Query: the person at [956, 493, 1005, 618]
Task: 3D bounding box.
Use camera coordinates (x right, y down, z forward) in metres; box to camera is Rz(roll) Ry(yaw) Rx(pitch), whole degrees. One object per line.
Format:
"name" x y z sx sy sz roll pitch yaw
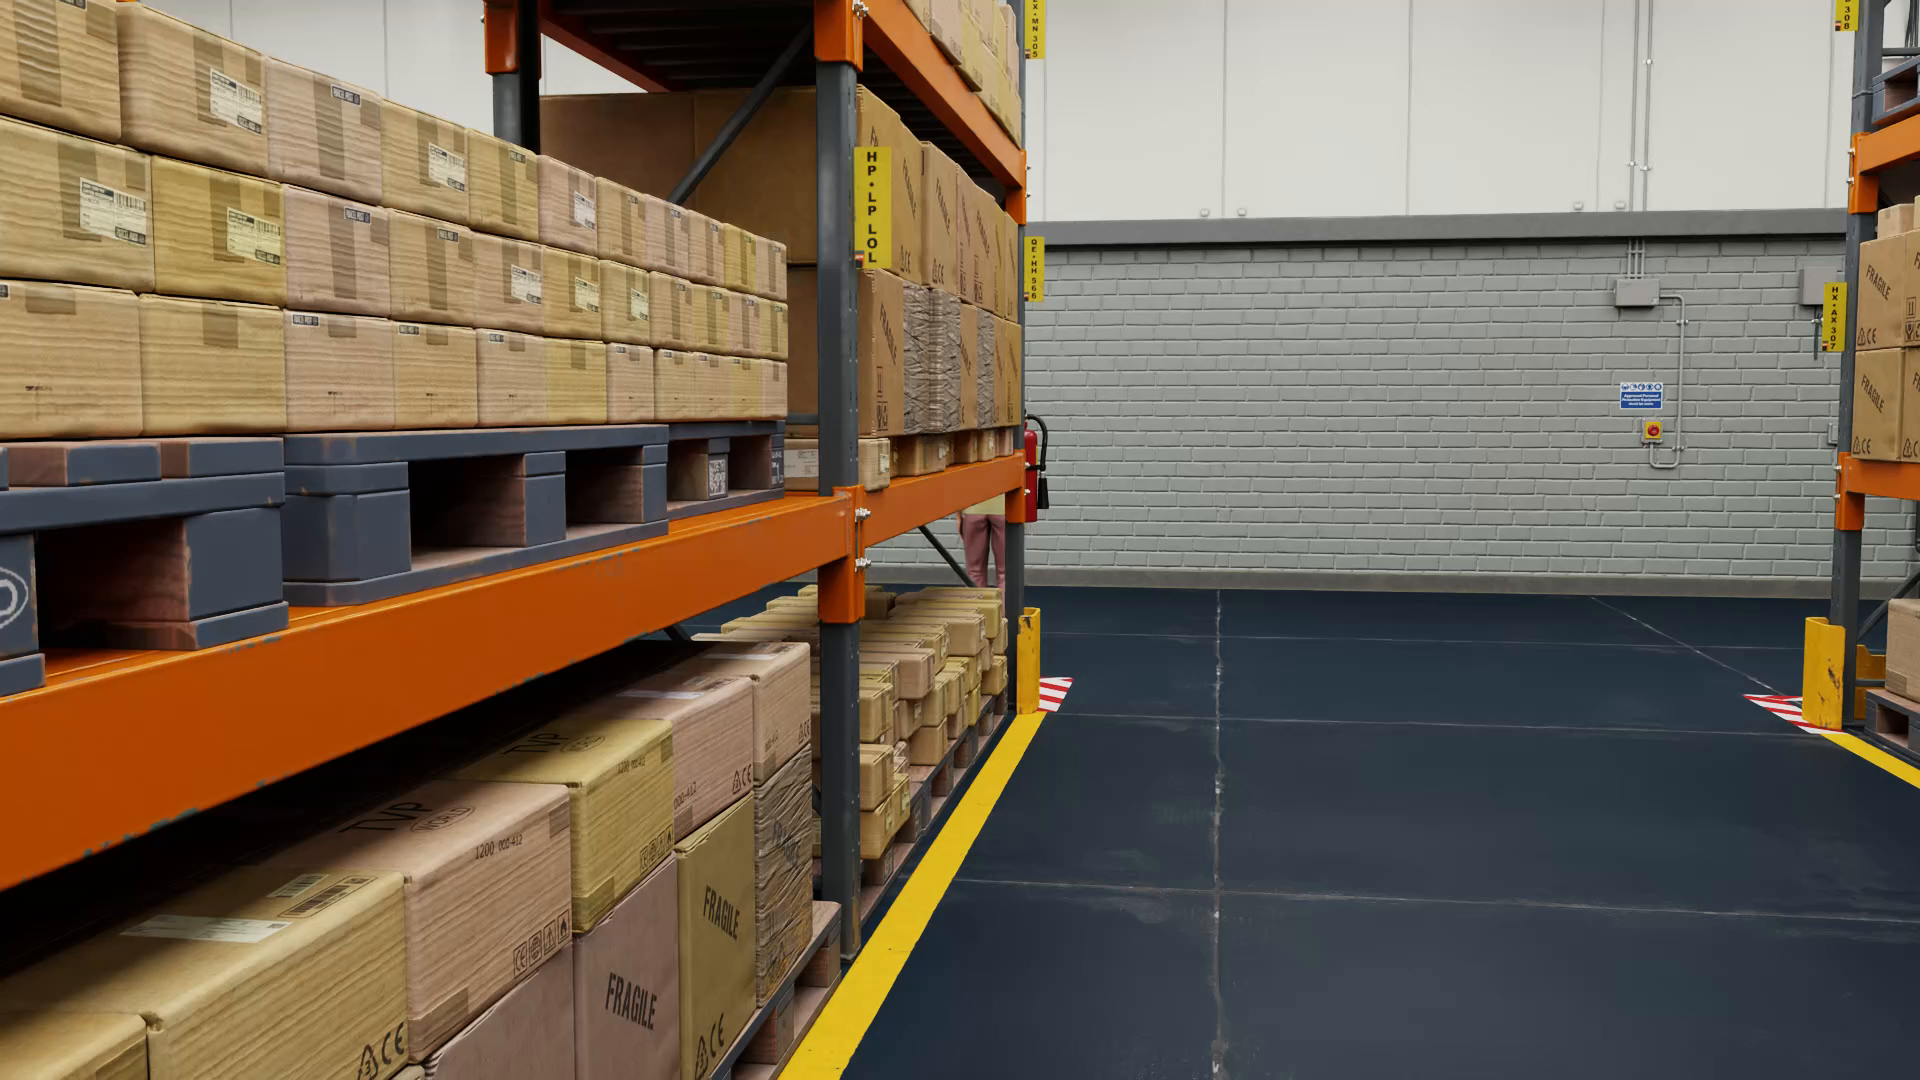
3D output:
"person" 0.182 0.043 10.368 0.441 1.473 0.406 1 5 10
